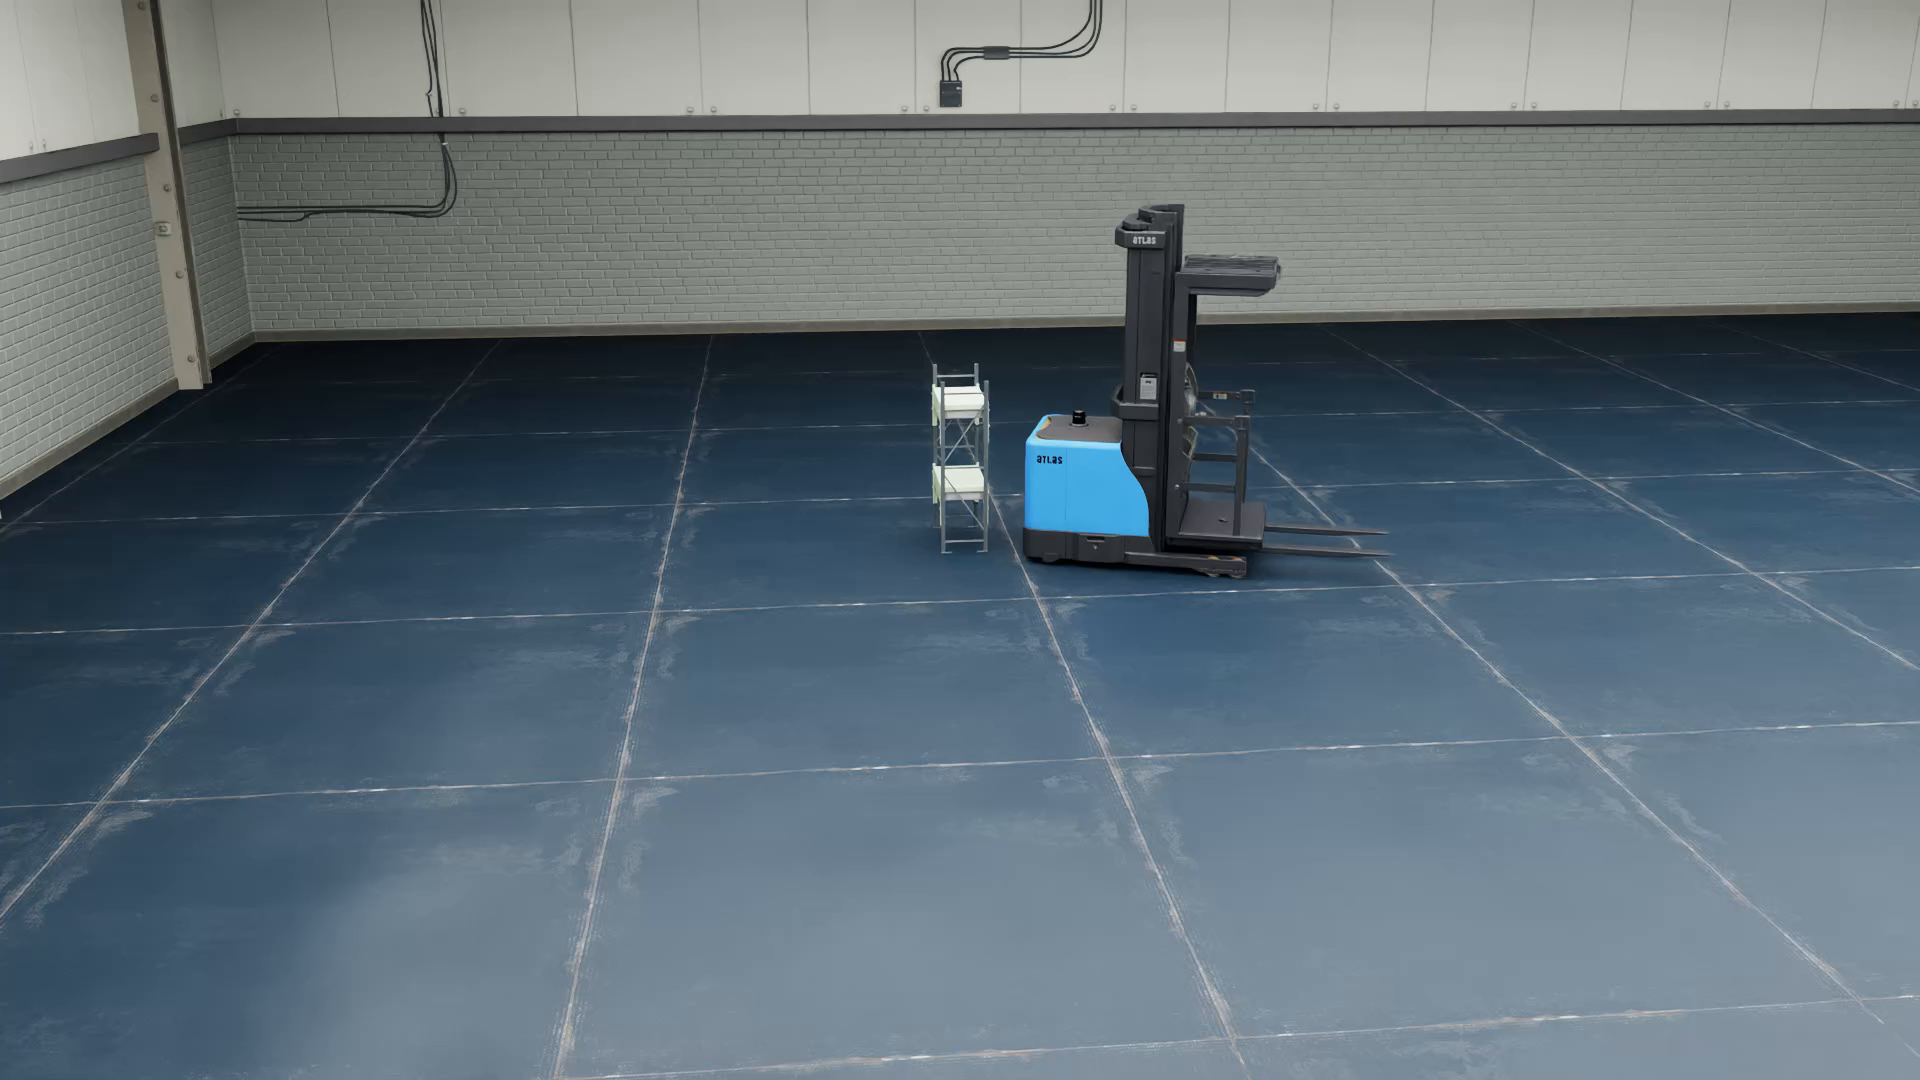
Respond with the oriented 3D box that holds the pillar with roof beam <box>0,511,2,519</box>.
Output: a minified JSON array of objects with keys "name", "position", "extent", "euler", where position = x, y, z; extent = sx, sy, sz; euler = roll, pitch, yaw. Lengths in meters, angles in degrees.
[{"name":"pillar with roof beam","position":[-4.687,-4.569,14.208],"extent":[9.100,9.000,0.400],"euler":[-2,18,-6]}]

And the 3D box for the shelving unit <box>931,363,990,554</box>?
[{"name":"shelving unit","position":[-0.001,-0.718,14.459],"extent":[0.431,1.500,0.755],"euler":[-2,18,-6]}]

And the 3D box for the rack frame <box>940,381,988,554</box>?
[{"name":"rack frame","position":[0.037,-0.609,14.111],"extent":[0.400,1.500,0.023],"euler":[-2,18,-6]}]

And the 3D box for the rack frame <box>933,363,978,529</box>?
[{"name":"rack frame","position":[-0.038,-0.827,14.806],"extent":[0.400,1.500,0.023],"euler":[-2,18,-6]}]

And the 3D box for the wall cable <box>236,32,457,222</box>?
[{"name":"wall cable","position":[-8.576,-5.661,22.870],"extent":[3.097,2.526,0.112],"euler":[-2,18,-6]}]

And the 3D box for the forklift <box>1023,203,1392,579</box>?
[{"name":"forklift","position":[2.102,-1.256,13.784],"extent":[3.031,2.935,1.130],"euler":[4,18,11]}]

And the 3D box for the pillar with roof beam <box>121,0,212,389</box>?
[{"name":"pillar with roof beam","position":[-5.306,-6.357,19.902],"extent":[9.100,9.000,0.400],"euler":[-2,18,-6]}]

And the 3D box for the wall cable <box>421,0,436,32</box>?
[{"name":"wall cable","position":[-5.885,-8.154,22.379],"extent":[3.097,2.526,0.112],"euler":[-2,18,-6]}]

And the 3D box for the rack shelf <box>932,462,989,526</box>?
[{"name":"rack shelf","position":[-0.001,-0.407,14.556],"extent":[0.431,0.370,0.720],"euler":[-2,18,-6]}]

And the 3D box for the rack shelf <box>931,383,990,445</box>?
[{"name":"rack shelf","position":[-0.001,-1.090,14.342],"extent":[0.431,0.370,0.720],"euler":[-2,18,-6]}]

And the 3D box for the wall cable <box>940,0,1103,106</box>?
[{"name":"wall cable","position":[0.868,-9.054,22.814],"extent":[2.305,6.003,0.169],"euler":[-2,18,-6]}]
